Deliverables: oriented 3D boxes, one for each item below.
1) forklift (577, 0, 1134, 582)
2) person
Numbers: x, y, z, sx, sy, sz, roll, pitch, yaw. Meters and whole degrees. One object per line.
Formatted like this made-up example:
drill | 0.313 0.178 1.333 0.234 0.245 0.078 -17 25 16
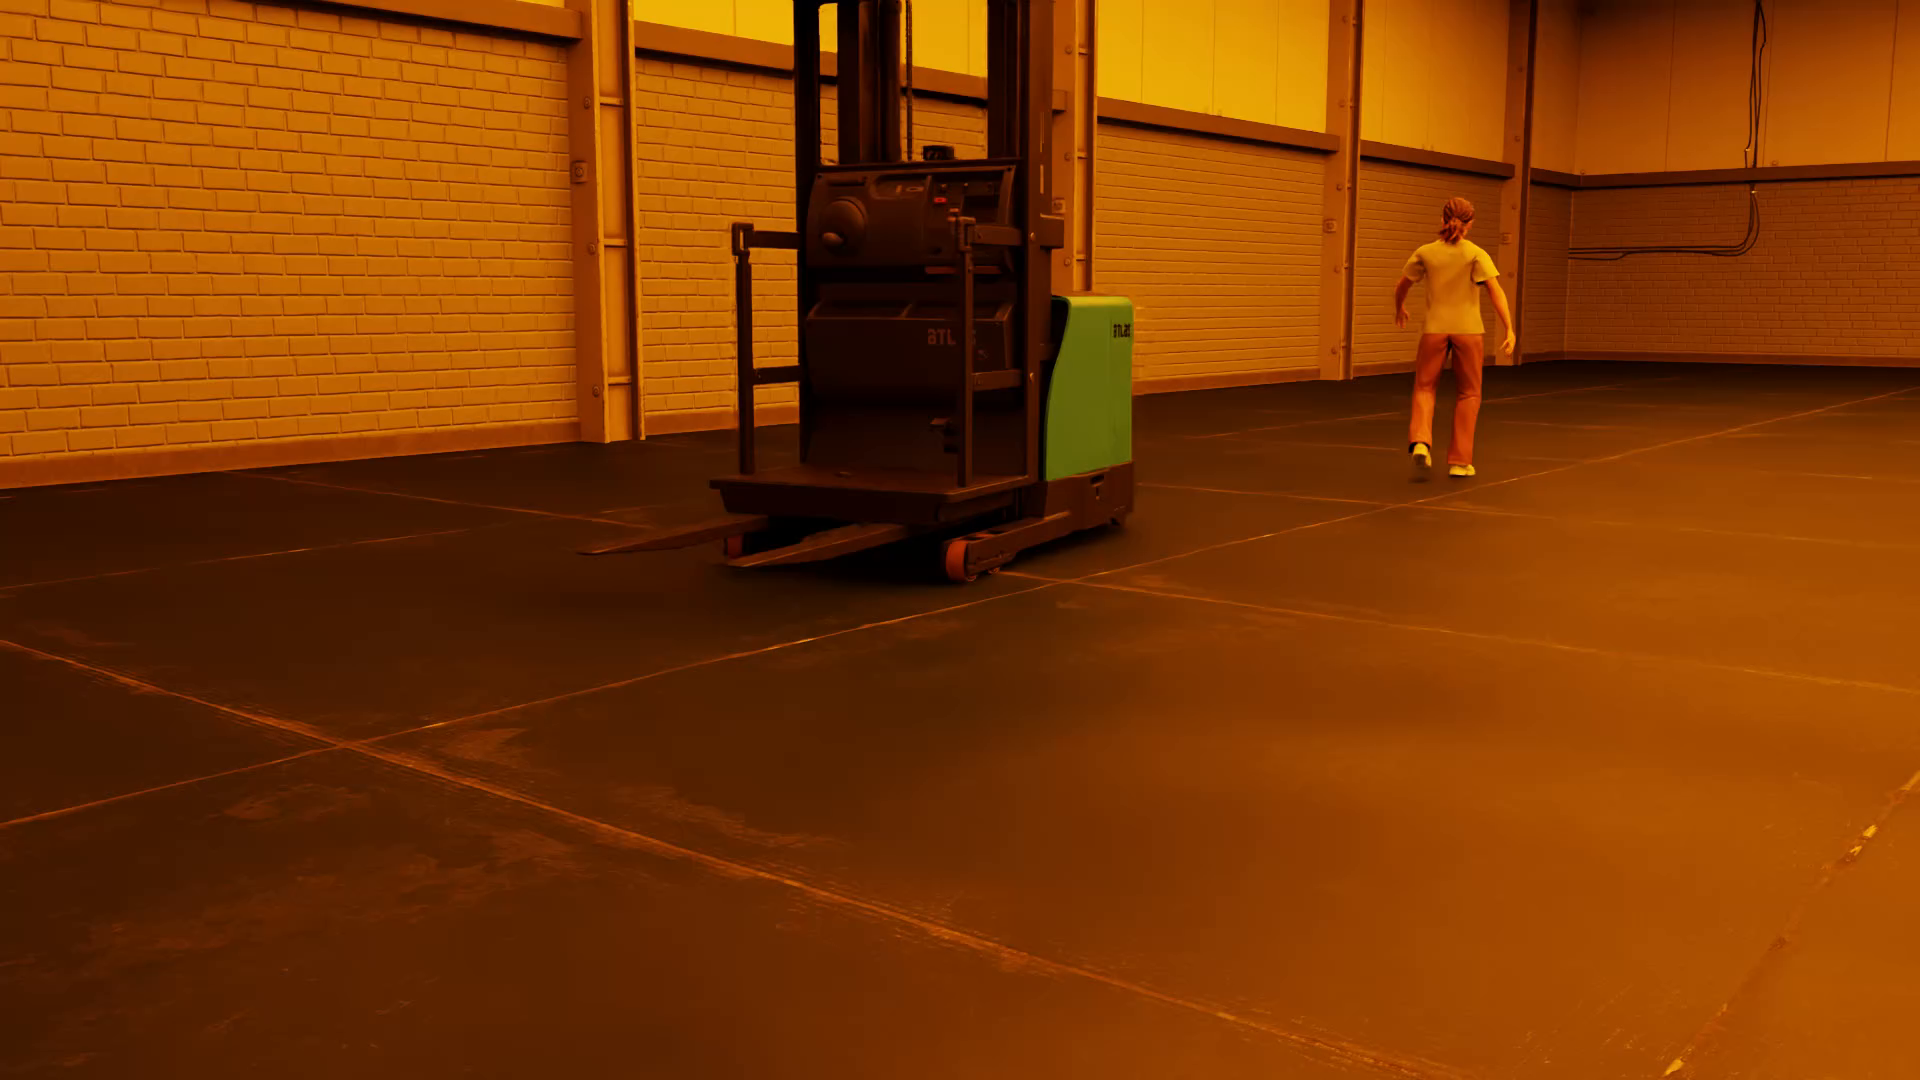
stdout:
forklift | -0.302 -1.362 6.587 1.130 2.935 3.031 4 9 27
person | 2.921 -1.196 9.881 0.773 1.660 0.647 4 9 26
